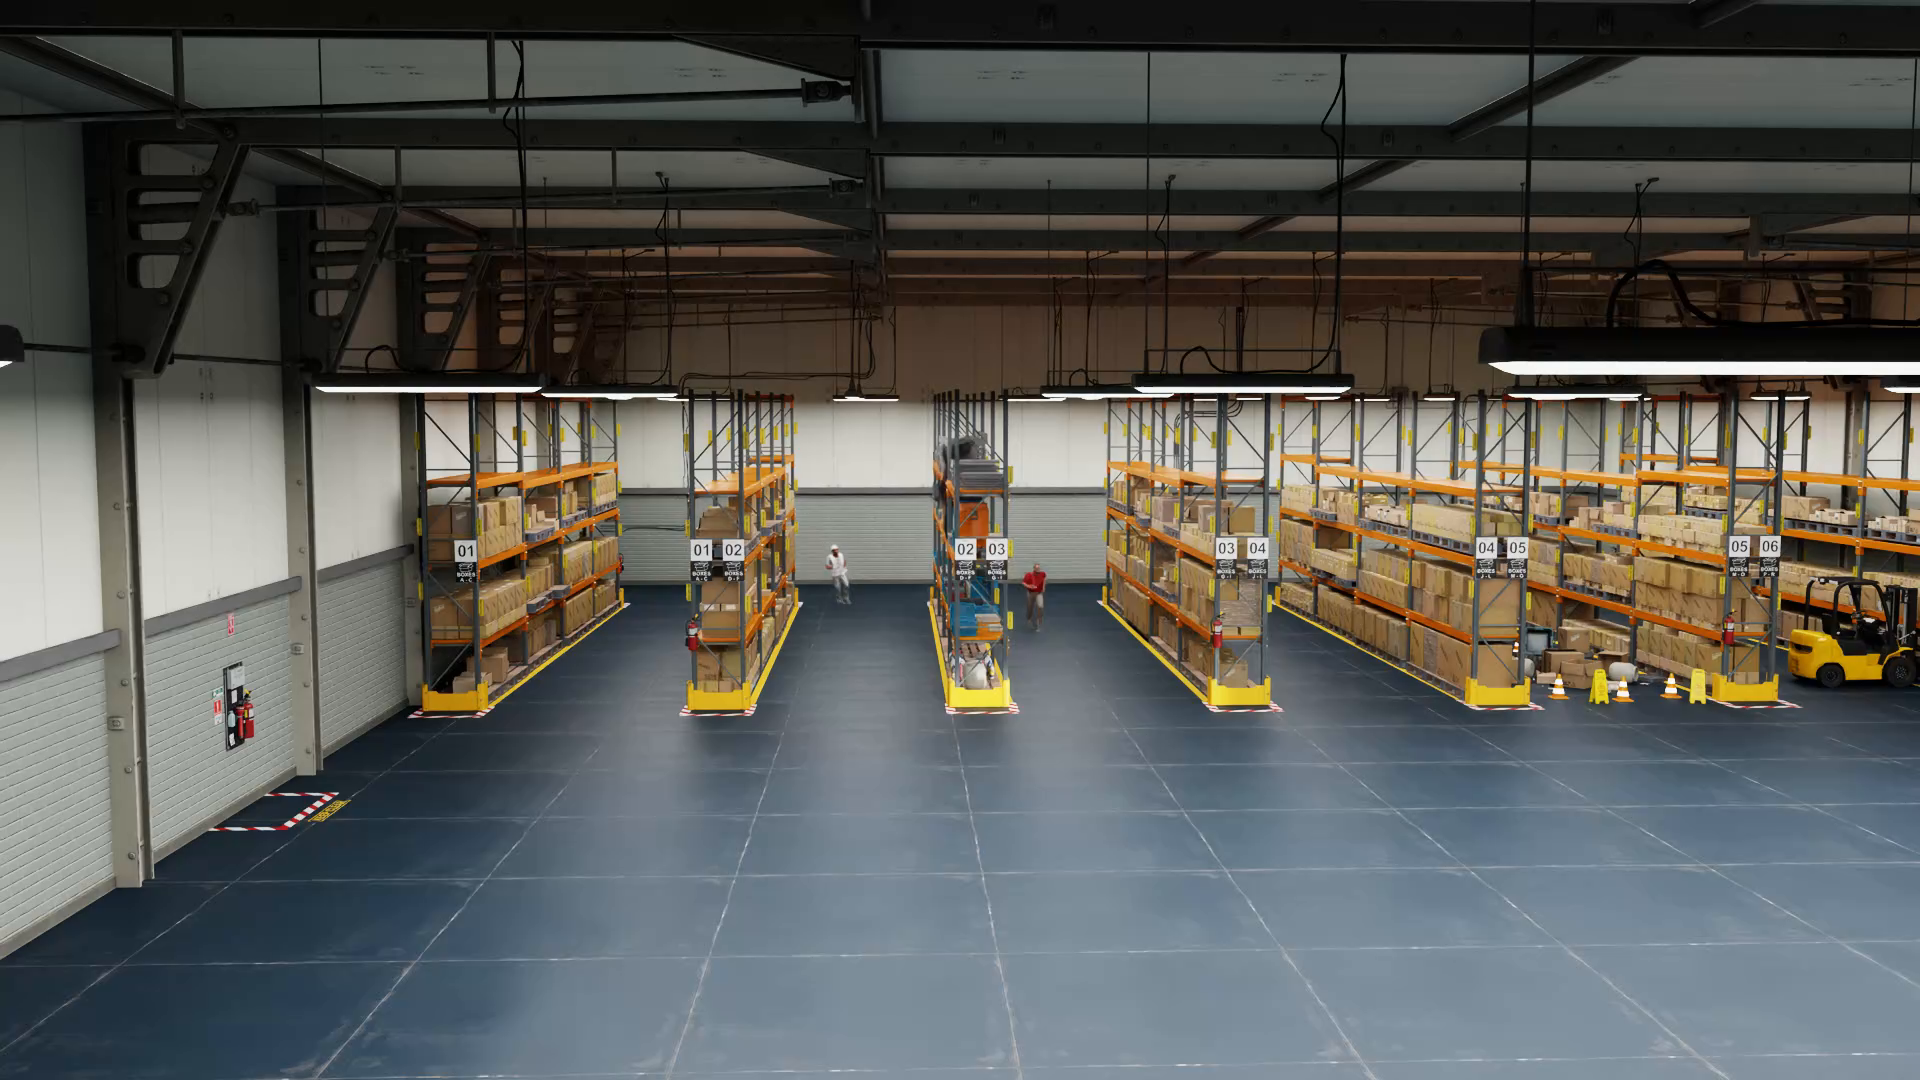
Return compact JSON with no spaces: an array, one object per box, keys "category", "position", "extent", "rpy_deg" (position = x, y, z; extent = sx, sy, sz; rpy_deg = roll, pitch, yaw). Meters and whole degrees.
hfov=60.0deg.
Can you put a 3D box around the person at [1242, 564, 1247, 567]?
[{"category":"person","position":[8.063,1.265,46.717],"extent":[0.543,1.271,0.987],"rpy_deg":[2,5,18]}]

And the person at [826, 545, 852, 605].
[{"category":"person","position":[-3.475,1.000,47.317],"extent":[0.757,1.739,0.664],"rpy_deg":[-2,5,-24]}]

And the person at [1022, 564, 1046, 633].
[{"category":"person","position":[1.876,1.449,42.209],"extent":[0.667,1.750,1.040],"rpy_deg":[-1,5,-11]}]
